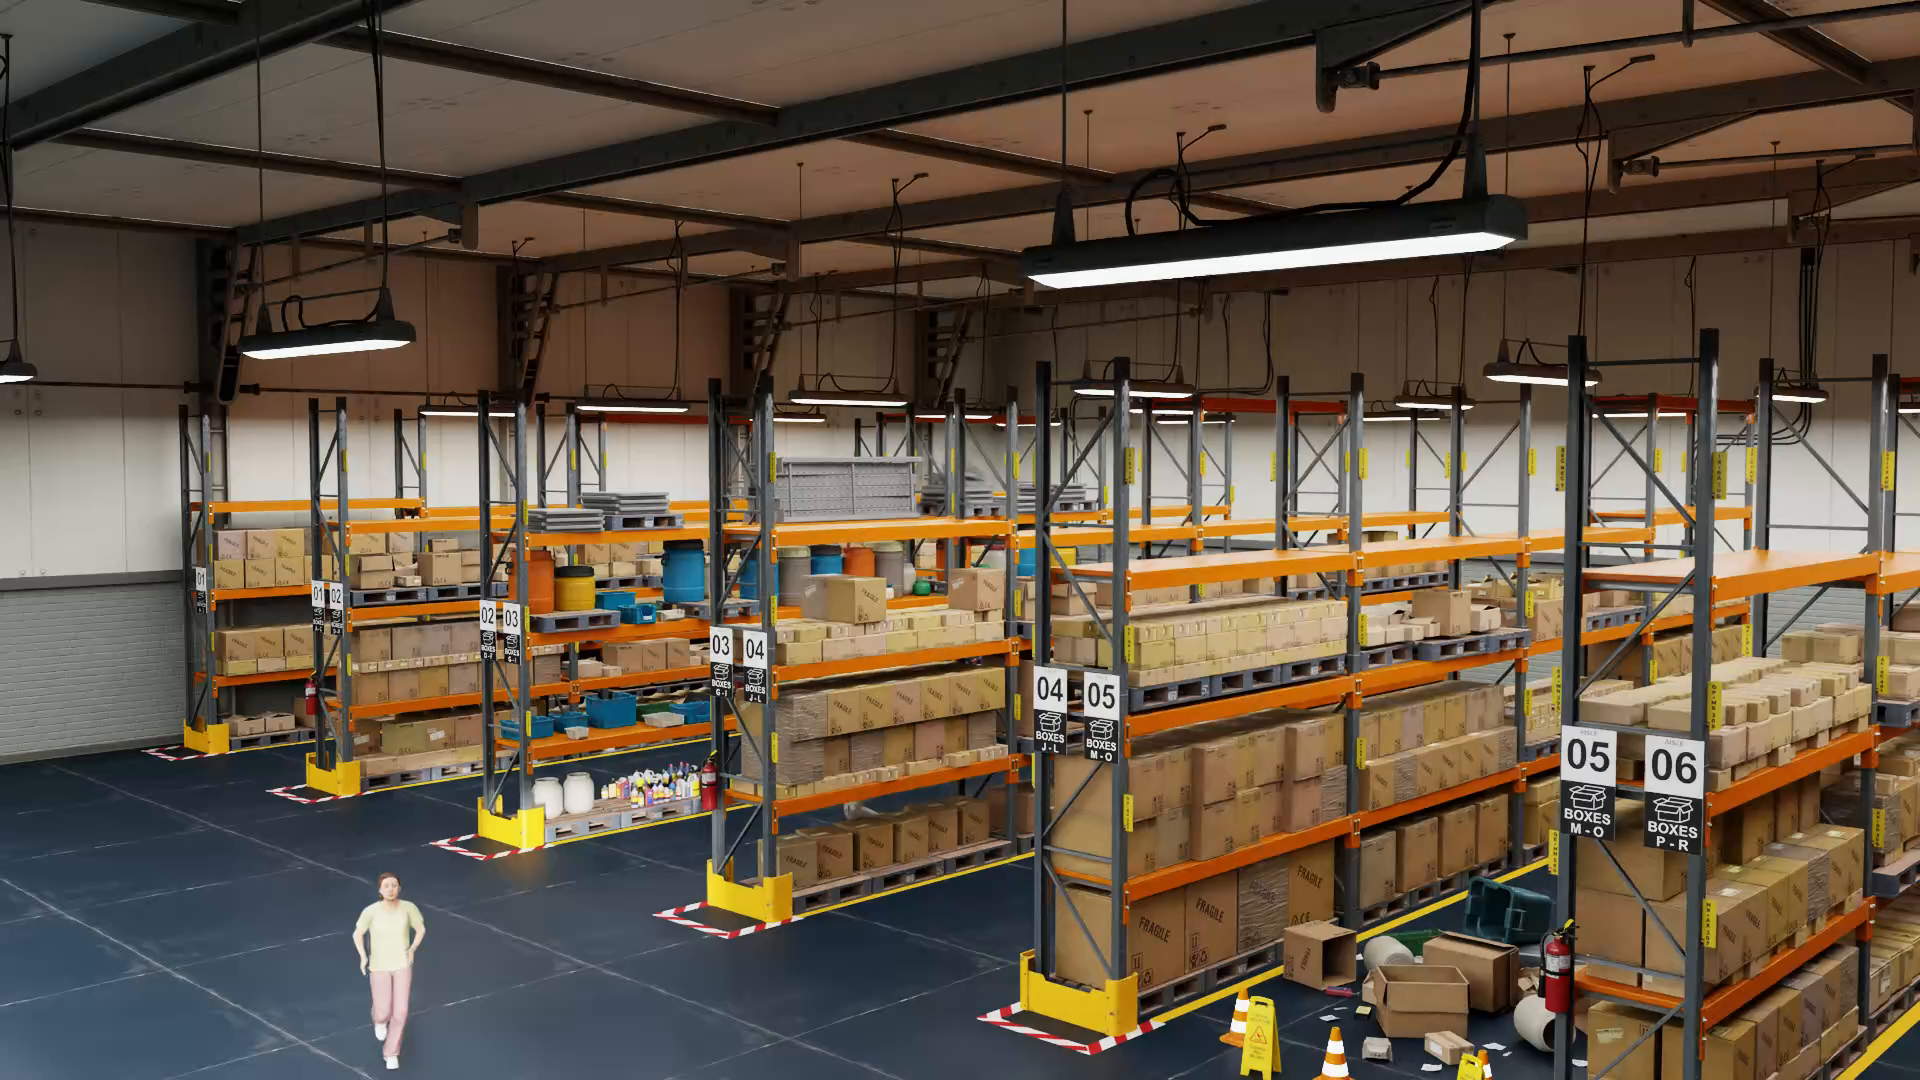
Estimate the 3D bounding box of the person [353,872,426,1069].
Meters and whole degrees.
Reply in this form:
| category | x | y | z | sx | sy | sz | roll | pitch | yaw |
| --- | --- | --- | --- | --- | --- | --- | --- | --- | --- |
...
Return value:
| category | x | y | z | sx | sy | sz | roll | pitch | yaw |
| --- | --- | --- | --- | --- | --- | --- | --- | --- | --- |
| person | -4.817 | 3.602 | 14.078 | 0.581 | 1.603 | 0.517 | -1 | 3 | -24 |

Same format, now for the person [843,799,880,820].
| category | x | y | z | sx | sy | sz | roll | pitch | yaw |
| --- | --- | --- | --- | --- | --- | --- | --- | --- | --- |
| person | -1.320 | 3.244 | 21.861 | 0.718 | 1.541 | 0.594 | 3 | 4 | 43 |
